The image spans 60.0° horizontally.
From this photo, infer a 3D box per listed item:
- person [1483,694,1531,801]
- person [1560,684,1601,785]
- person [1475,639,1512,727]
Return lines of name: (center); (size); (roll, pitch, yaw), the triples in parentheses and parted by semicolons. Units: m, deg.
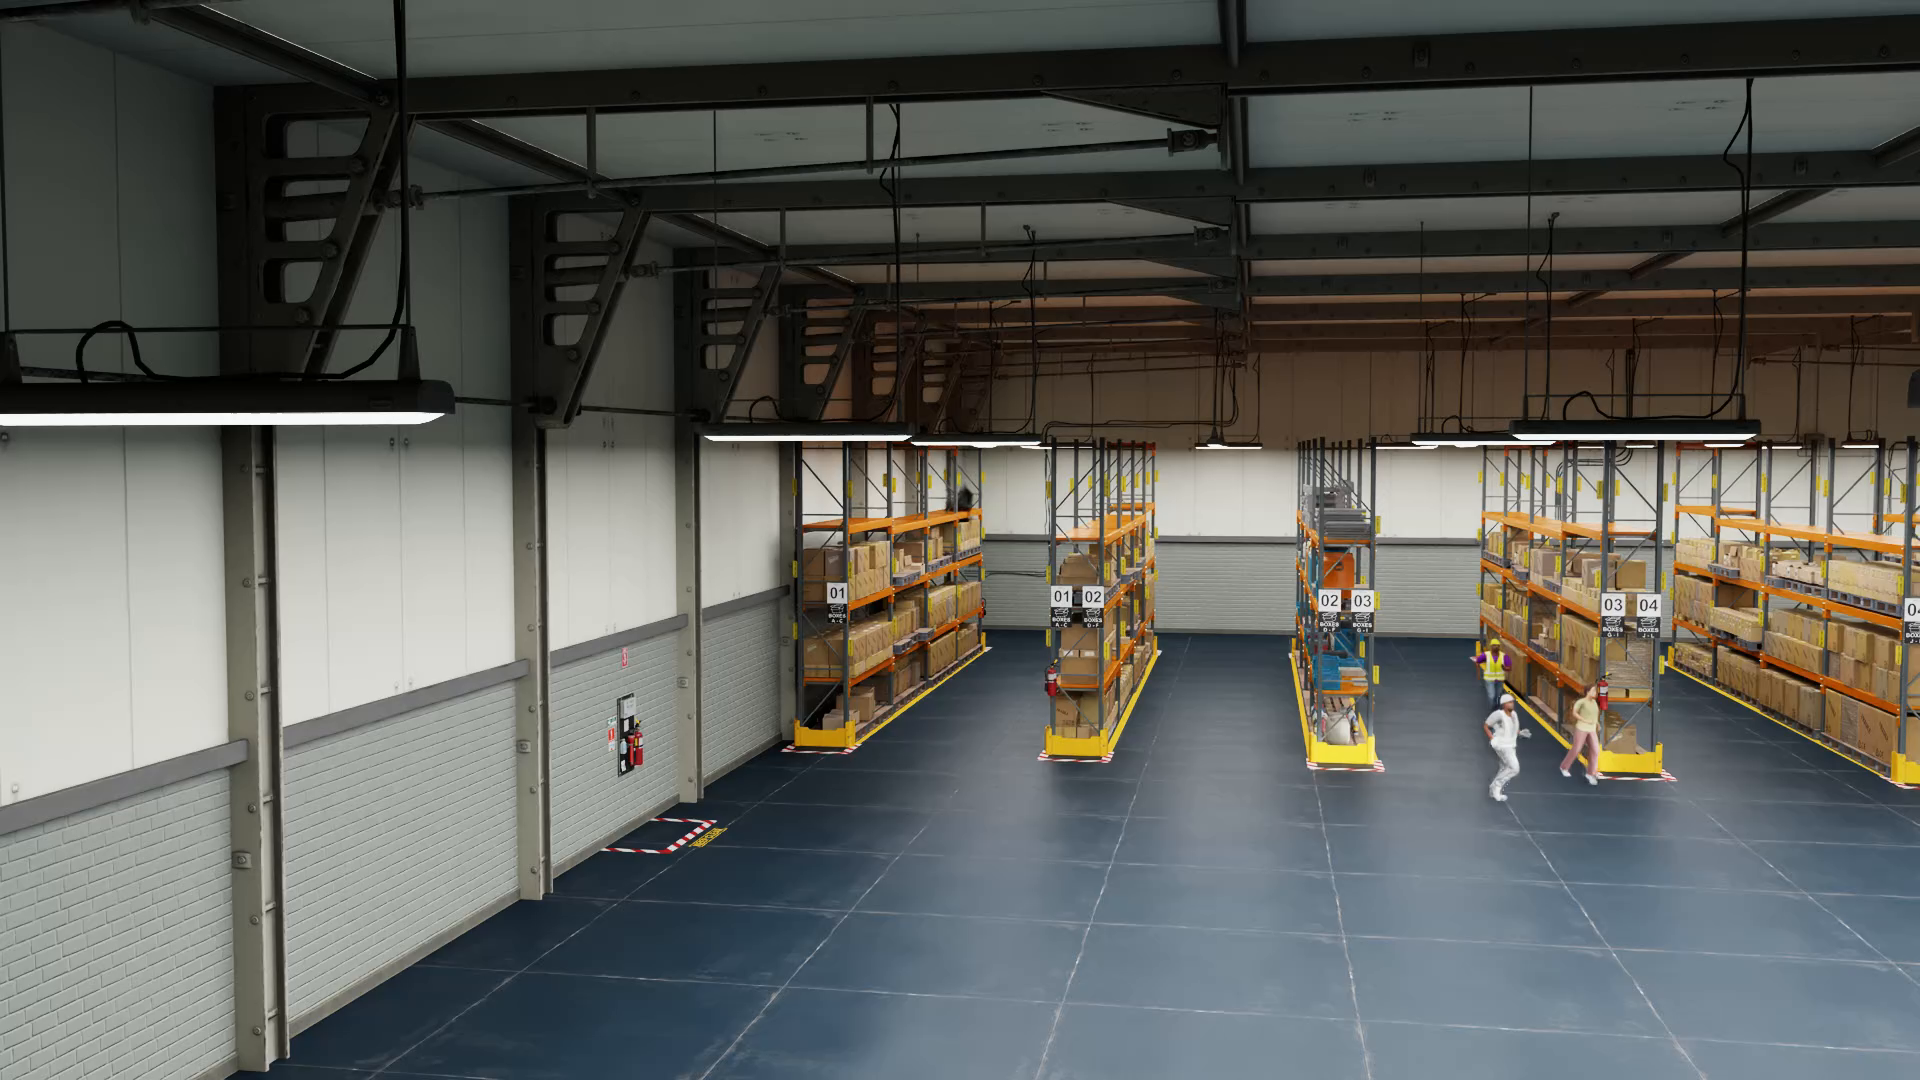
person: (8.988, 3.395, 27.221); (0.630, 1.748, 0.657); (3, 4, 44)
person: (10.933, 3.350, 28.973); (0.633, 1.694, 0.804); (-1, 3, -21)
person: (11.223, 2.973, 34.918); (0.682, 1.803, 0.879); (0, 3, 4)
